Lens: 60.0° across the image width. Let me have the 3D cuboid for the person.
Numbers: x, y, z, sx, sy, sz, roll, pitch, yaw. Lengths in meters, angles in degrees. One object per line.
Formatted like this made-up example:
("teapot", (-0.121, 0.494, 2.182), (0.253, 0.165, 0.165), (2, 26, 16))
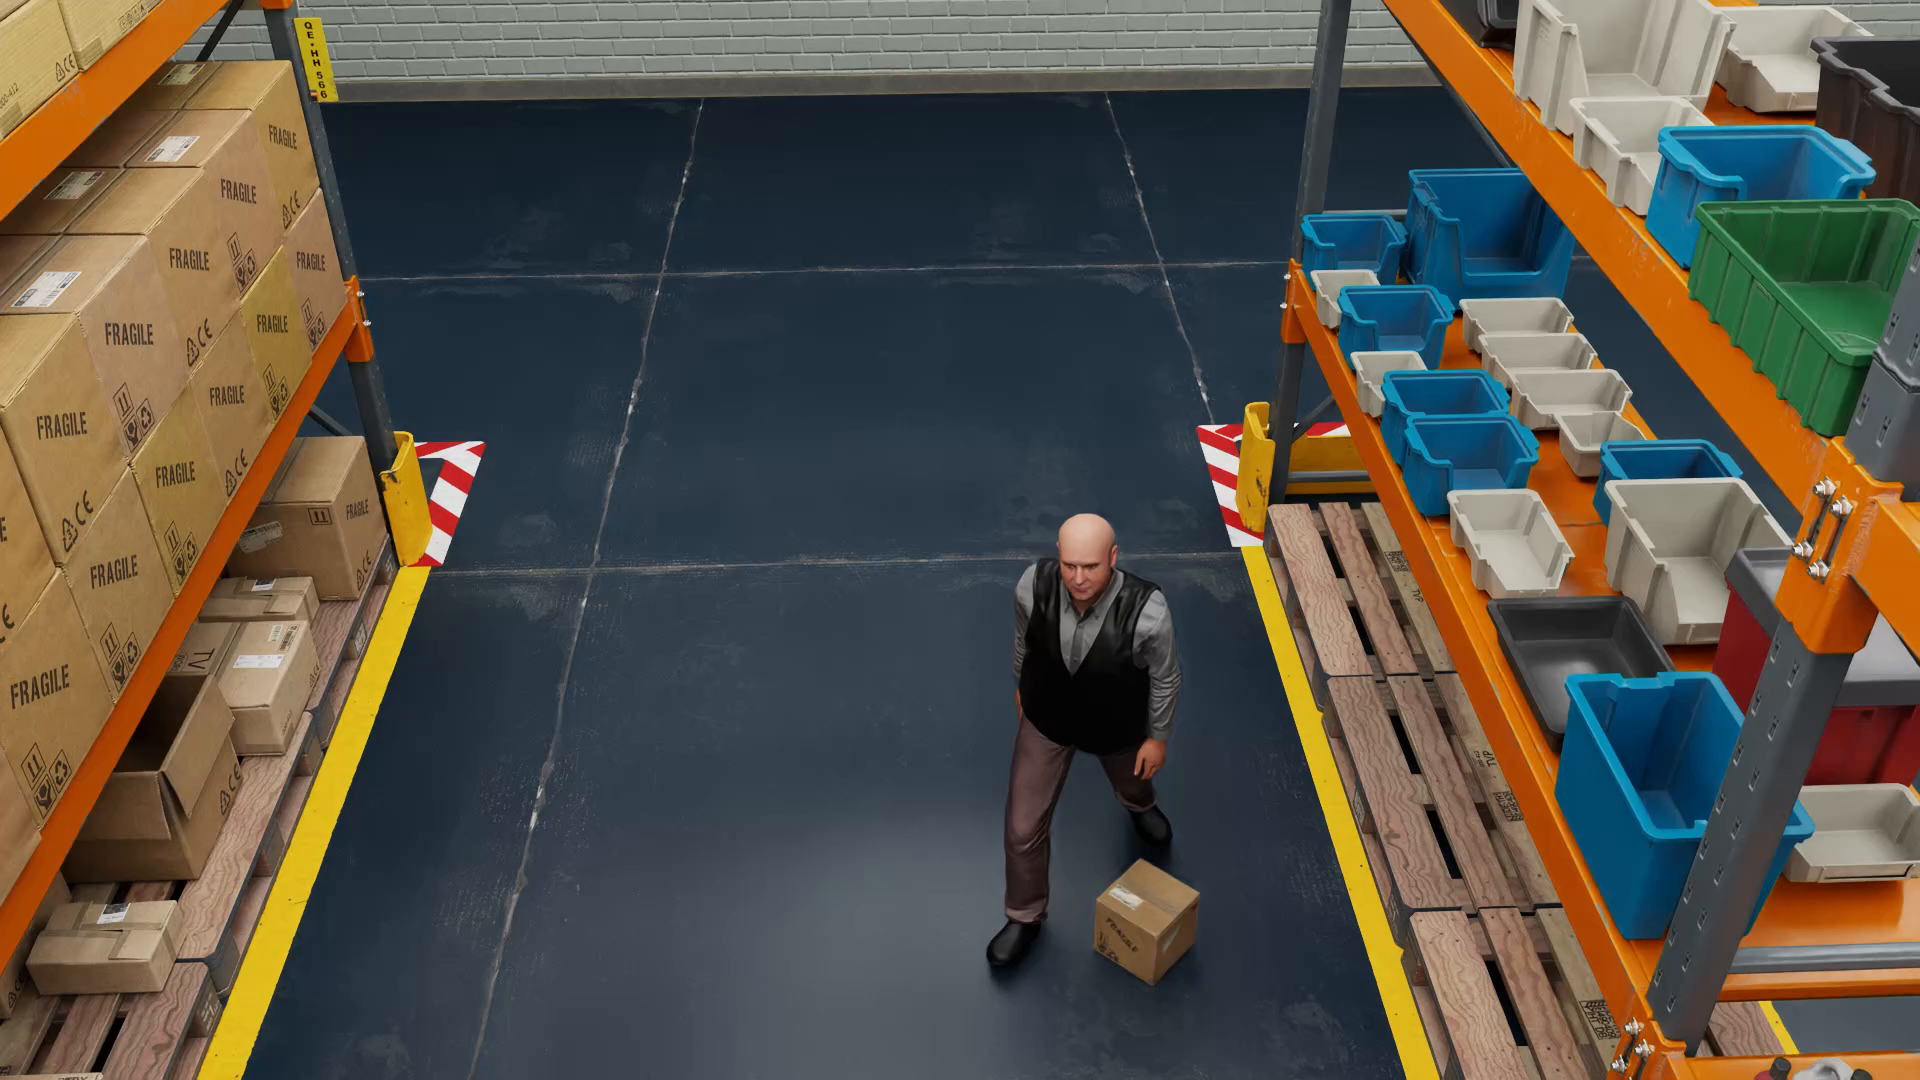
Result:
("person", (0.433, 0.559, 5.408), (0.569, 1.668, 0.958), (10, 36, 14))
